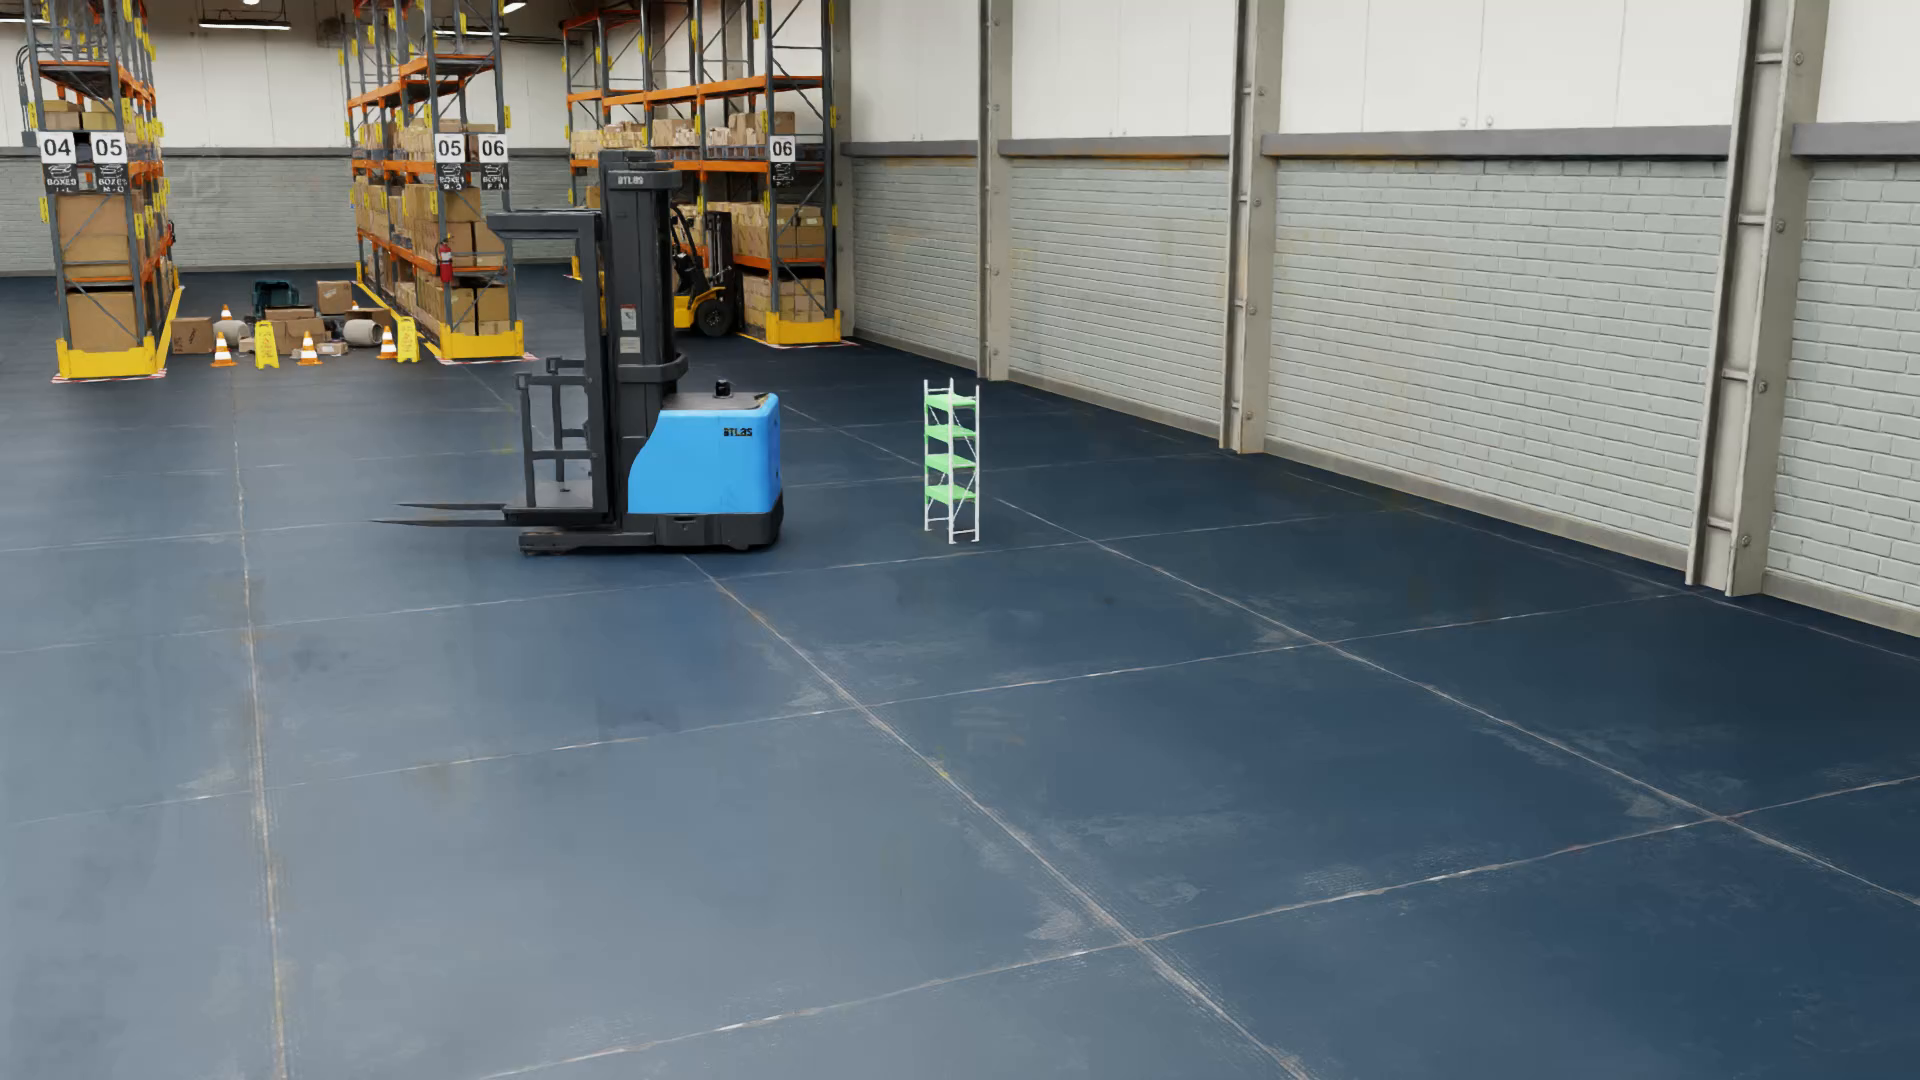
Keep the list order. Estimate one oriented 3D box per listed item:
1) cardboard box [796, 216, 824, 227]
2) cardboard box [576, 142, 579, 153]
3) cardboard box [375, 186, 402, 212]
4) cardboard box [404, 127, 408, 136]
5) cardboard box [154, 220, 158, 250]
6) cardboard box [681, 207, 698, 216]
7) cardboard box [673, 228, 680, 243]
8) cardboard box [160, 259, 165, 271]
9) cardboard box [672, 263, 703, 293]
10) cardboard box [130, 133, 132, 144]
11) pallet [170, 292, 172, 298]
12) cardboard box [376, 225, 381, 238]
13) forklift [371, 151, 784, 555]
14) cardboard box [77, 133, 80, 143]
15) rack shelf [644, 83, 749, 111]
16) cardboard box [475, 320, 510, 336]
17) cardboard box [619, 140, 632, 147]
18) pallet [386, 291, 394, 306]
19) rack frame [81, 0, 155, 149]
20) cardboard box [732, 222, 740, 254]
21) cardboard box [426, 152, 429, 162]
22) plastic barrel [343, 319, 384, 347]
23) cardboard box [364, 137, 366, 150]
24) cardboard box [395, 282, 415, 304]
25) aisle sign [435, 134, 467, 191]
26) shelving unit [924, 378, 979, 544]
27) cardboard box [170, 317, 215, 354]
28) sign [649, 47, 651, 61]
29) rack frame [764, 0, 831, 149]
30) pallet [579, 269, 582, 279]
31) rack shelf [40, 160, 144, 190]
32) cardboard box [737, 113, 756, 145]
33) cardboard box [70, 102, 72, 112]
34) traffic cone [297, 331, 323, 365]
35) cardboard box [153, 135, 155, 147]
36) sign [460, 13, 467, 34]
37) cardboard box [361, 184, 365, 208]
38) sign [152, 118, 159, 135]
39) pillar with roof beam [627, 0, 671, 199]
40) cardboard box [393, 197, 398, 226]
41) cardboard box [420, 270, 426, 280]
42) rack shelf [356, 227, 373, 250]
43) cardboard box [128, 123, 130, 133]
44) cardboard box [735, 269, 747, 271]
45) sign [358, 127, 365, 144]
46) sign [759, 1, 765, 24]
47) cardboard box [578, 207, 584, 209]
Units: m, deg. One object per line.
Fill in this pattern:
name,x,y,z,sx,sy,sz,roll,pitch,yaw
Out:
cardboard box,-2.397,-5.084,26.522,0.380,0.149,0.250,-6,14,-24
cardboard box,-8.759,-9.245,39.182,0.500,0.250,0.500,-5,14,-22
cardboard box,-11.299,-6.762,32.994,0.500,0.500,0.500,-6,14,-24
cardboard box,-8.821,-6.636,27.024,0.380,0.149,0.250,-6,14,-24
cardboard box,-14.121,-5.238,28.627,0.500,0.500,0.500,-6,14,-23
cardboard box,-4.981,-6.128,31.036,0.380,0.149,0.250,-5,14,-22
cardboard box,-5.134,-5.774,31.498,0.500,0.250,0.500,-5,14,-21
cardboard box,-15.399,-5.193,31.605,0.500,0.250,0.500,-6,14,-25
cardboard box,-5.198,-5.061,32.422,0.875,0.625,0.625,-5,14,-21
cardboard box,-11.890,-5.661,23.429,0.380,0.149,0.250,-6,14,-23
pallet,-17.142,-5.217,34.943,1.003,0.211,1.213,-6,14,-23
cardboard box,-11.327,-6.149,33.120,0.500,0.250,0.500,-6,14,-24
forklift,-2.922,-1.436,12.574,3.031,2.935,1.130,0,13,-1
cardboard box,-12.493,-5.601,23.170,0.380,0.149,0.250,-6,14,-23
rack shelf,-4.903,-8.242,31.008,1.077,0.370,4.000,-6,14,-23
cardboard box,-7.116,-3.233,25.353,0.500,0.250,0.500,-6,14,-23
cardboard box,-6.912,-8.284,34.762,0.380,0.149,0.250,-5,14,-22
pallet,-10.982,-4.892,33.538,1.003,0.211,1.213,-6,14,-23
rack frame,-16.348,-9.110,32.276,1.000,3.000,0.127,-6,14,-23
cardboard box,-3.553,-5.069,27.897,0.500,0.500,0.500,-6,14,-23
cardboard box,-7.834,-5.776,25.077,0.380,0.149,0.250,-6,14,-23
plastic barrel,-9.260,-3.211,25.805,0.512,0.421,0.421,4,14,16
cardboard box,-11.973,-8.121,34.020,0.396,0.266,0.258,-6,14,-23
cardboard box,-10.033,-4.636,31.144,0.950,0.372,0.625,-7,15,-27
aisle sign,-7.287,-5.404,23.800,0.394,0.787,0.004,-6,14,-23
shelving unit,-0.066,-0.619,12.882,0.258,1.200,0.503,-6,14,-23
cardboard box,-11.581,-3.090,25.107,0.500,0.500,0.500,-3,13,-13
sign,-6.800,-10.611,36.337,0.100,0.325,0.005,-6,14,-23
rack frame,-2.499,-7.548,25.526,1.000,3.000,0.127,-6,14,-23
pallet,-8.558,-6.392,40.020,1.003,0.211,1.213,-6,14,-23
rack shelf,-12.342,-5.232,23.768,1.077,0.370,4.000,-6,14,-23
cardboard box,-3.219,-6.679,27.048,0.700,0.500,0.500,-6,14,-23
cardboard box,-12.188,-5.833,22.402,0.380,0.149,0.250,-5,14,-22
traffic cone,-9.281,-2.742,23.692,0.336,0.463,0.334,-6,14,-23
cardboard box,-16.321,-7.940,33.098,0.500,0.250,0.500,-5,14,-21
sign,-8.144,-8.464,27.237,0.100,0.325,0.005,-6,14,-23
cardboard box,-12.703,-7.474,36.070,0.500,0.500,0.500,-5,14,-22
sign,-15.841,-8.144,32.731,0.100,0.325,0.005,-6,14,-23
pillar with roof beam,-10.704,-9.864,35.531,9.100,9.000,0.548,-6,14,-23
cardboard box,-10.067,-6.006,30.357,0.500,0.500,0.500,-5,14,-20
cardboard box,-8.457,-4.266,26.713,0.380,0.149,0.250,-5,14,-21
rack shelf,-12.654,-6.718,36.840,1.077,0.370,4.000,-6,14,-23
cardboard box,-11.906,-5.827,23.260,0.500,0.250,0.500,-6,14,-23
cardboard box,-4.000,-4.569,28.908,0.500,0.250,0.500,-6,14,-23
sign,-12.361,-8.357,34.351,0.100,0.325,0.005,-6,14,-23
sign,-3.002,-7.996,25.213,0.100,0.325,0.005,-6,14,-23
cardboard box,-8.771,-7.781,39.508,0.500,0.250,0.500,-5,14,-22
